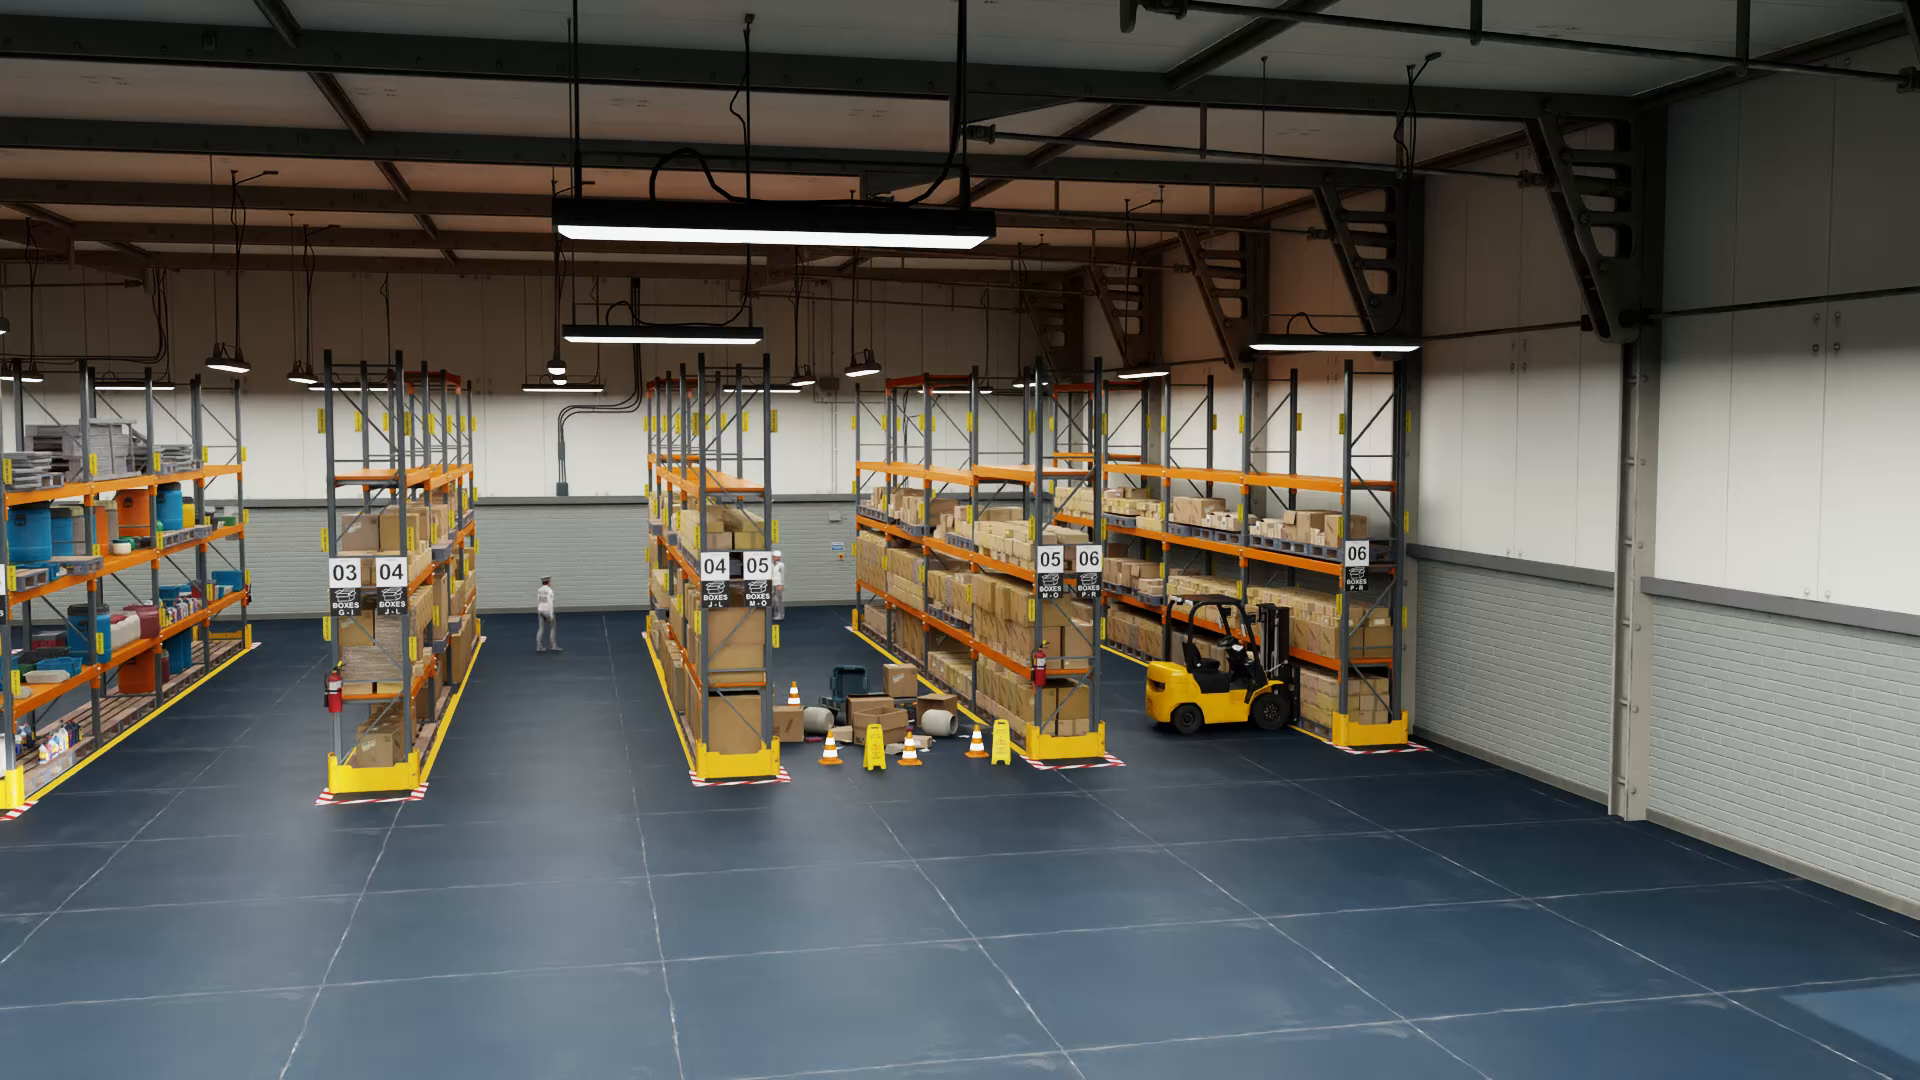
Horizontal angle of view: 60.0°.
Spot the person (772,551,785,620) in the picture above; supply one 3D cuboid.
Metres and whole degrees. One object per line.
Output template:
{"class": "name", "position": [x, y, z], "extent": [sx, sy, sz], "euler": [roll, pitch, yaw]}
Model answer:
{"class": "person", "position": [-4.709, 1.171, 42.359], "extent": [0.478, 1.800, 0.582], "euler": [-3, 5, -38]}

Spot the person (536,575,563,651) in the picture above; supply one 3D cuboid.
{"class": "person", "position": [-9.101, 1.625, 36.678], "extent": [0.519, 1.680, 0.615], "euler": [3, 5, 34]}
